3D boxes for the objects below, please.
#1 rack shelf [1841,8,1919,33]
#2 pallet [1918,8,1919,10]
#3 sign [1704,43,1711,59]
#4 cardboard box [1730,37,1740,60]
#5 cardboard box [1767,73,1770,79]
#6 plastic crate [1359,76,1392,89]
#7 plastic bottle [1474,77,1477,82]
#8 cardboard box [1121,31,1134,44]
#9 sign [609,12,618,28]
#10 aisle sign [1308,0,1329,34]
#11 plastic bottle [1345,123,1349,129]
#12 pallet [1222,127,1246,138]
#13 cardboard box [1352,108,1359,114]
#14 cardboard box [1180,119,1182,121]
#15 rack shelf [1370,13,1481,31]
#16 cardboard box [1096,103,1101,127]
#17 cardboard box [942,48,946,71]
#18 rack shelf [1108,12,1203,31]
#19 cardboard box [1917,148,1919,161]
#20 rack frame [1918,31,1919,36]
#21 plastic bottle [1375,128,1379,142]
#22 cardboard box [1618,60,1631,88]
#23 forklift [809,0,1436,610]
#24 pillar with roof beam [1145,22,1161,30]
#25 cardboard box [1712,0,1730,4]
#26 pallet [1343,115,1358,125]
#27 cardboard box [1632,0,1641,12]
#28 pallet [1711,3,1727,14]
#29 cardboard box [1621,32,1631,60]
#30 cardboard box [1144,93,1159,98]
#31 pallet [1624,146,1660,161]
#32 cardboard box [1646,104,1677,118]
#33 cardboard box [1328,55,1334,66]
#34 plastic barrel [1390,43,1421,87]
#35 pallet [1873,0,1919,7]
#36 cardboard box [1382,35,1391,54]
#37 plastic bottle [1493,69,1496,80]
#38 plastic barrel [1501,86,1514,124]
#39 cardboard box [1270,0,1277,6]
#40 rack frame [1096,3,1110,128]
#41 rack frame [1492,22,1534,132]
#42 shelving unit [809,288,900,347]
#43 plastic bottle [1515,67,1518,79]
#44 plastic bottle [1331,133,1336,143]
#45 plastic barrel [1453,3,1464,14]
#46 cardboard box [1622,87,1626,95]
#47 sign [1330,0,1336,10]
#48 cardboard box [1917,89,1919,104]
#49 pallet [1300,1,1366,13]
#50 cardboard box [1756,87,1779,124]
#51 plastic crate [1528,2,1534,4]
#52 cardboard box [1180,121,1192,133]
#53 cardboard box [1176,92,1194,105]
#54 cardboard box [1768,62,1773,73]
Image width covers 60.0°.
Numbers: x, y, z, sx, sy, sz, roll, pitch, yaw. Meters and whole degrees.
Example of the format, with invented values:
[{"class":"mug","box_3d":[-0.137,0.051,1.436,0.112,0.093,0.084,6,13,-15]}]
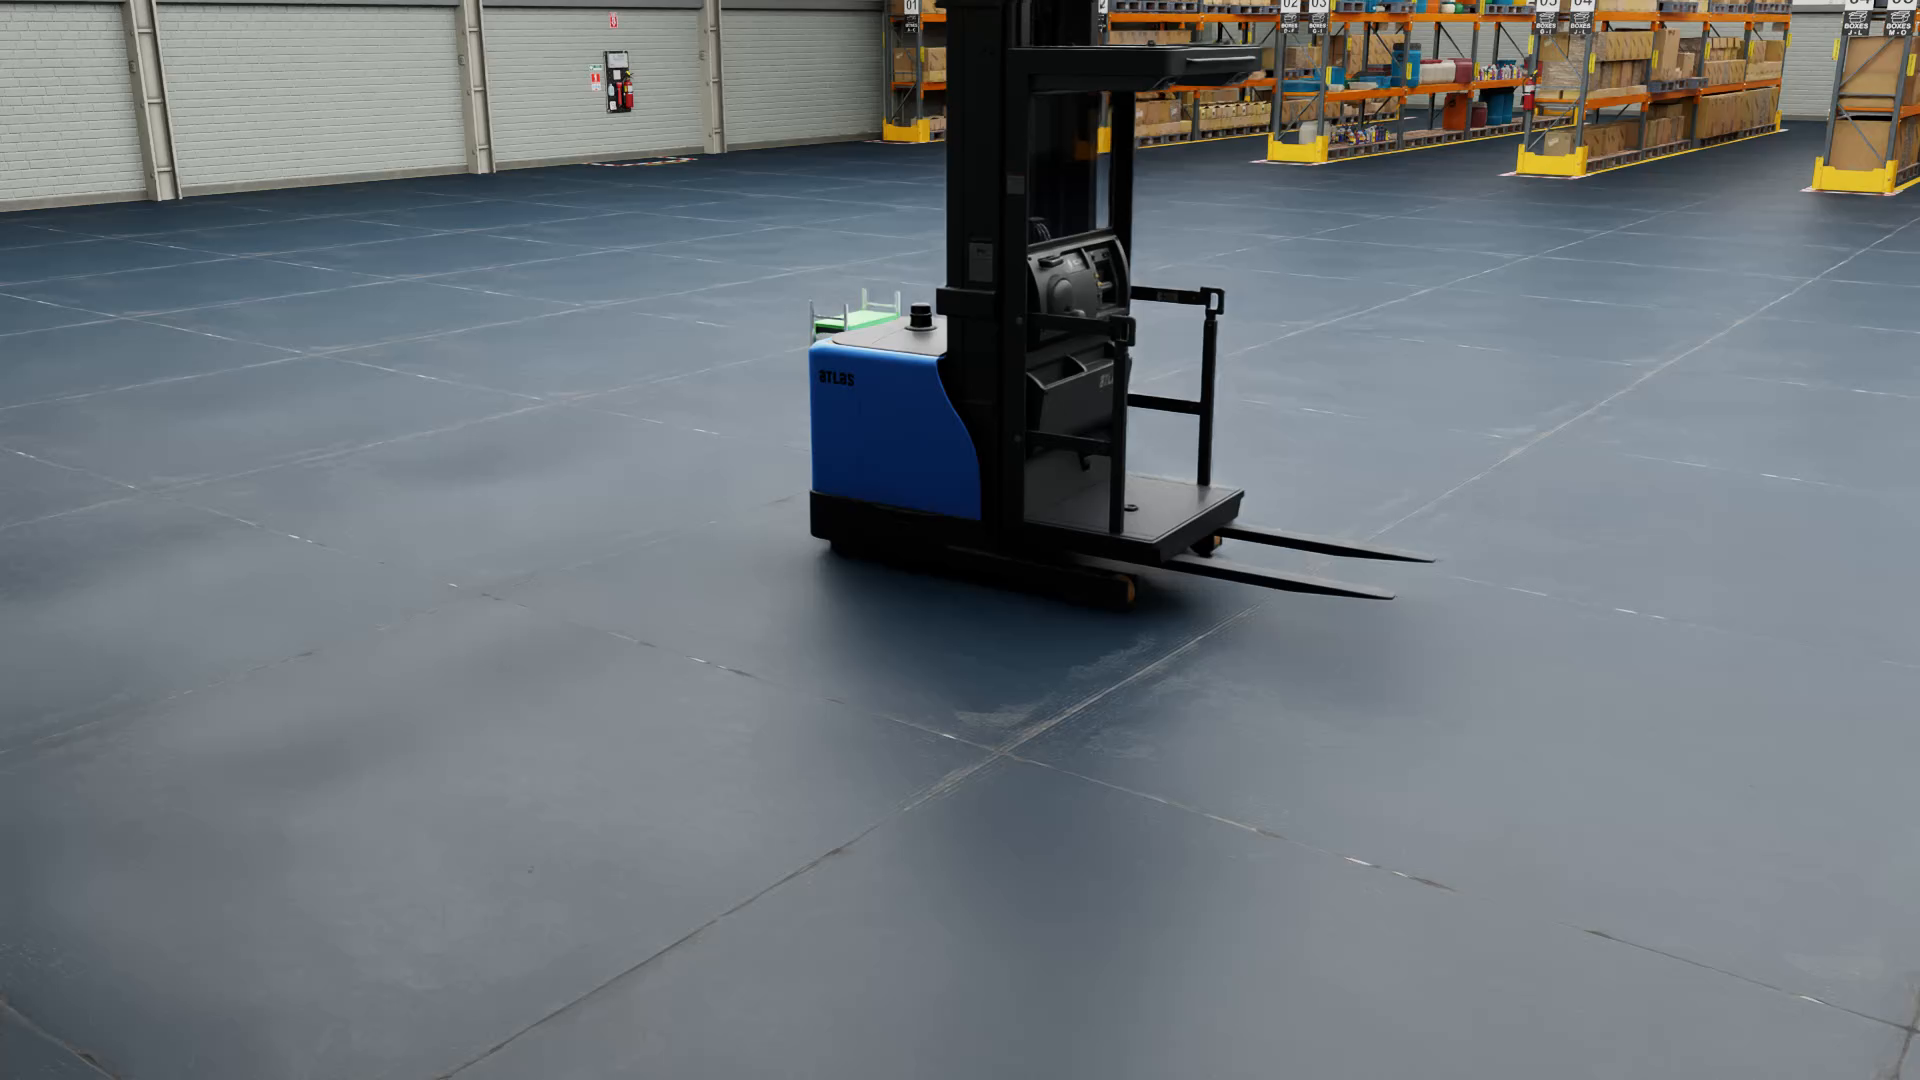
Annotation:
[{"class":"rack shelf","box_3d":[15.758,-8.711,27.891,1.077,0.370,4.000,12,21,35]},{"class":"pallet","box_3d":[17.456,-9.666,30.078,0.805,0.209,1.217,11,21,33]},{"class":"sign","box_3d":[15.851,-10.373,35.269,0.100,0.325,0.005,12,21,35]},{"class":"cardboard box","box_3d":[17.419,-11.277,38.141,0.797,0.503,0.637,12,21,33]},{"class":"cardboard box","box_3d":[19.467,-11.288,40.460,0.380,0.149,0.250,13,21,35]},{"class":"plastic crate","box_3d":[8.607,-9.491,34.500,0.499,0.251,0.616,12,21,35]},{"class":"plastic bottle","box_3d":[11.950,-10.813,38.716,0.152,0.276,0.135,12,21,35]},{"class":"cardboard box","box_3d":[3.319,-10.712,35.826,0.700,0.500,0.500,12,21,33]},{"class":"sign","box_3d":[-6.731,-10.103,32.311,0.001,0.298,0.199,12,21,35]},{"class":"aisle sign","box_3d":[6.858,-10.094,31.806,0.394,0.787,0.004,12,21,35]},{"class":"plastic bottle","box_3d":[8.235,-8.700,35.426,0.144,0.351,0.185,13,22,36]},{"class":"pallet","box_3d":[6.207,-9.893,40.243,1.003,0.211,1.213,12,21,35]},{"class":"cardboard box","box_3d":[10.771,-11.782,45.662,0.380,0.166,0.250,12,21,35]},{"class":"cardboard box","box_3d":[5.087,-9.787,39.131,0.500,0.250,0.500,12,21,34]},{"class":"rack shelf","box_3d":[10.241,-11.439,36.677,1.077,0.370,4.000,12,21,35]},{"class":"cardboard box","box_3d":[2.770,-9.223,36.050,0.500,0.500,0.500,12,21,35]},{"class":"cardboard box","box_3d":[-0.463,-11.144,38.527,0.500,0.500,0.500,12,21,35]},{"class":"rack shelf","box_3d":[3.881,-11.363,36.431,1.077,0.370,4.000,12,21,35]},{"class":"cardboard box","box_3d":[17.247,-7.388,30.562,1.050,0.750,0.750,12,21,34]},{"class":"rack frame","box_3d":[19.333,-9.051,32.831,1.000,3.000,0.127,12,21,35]},{"class":"plastic bottle","box_3d":[8.719,-8.490,34.865,0.061,0.283,0.133,14,22,38]},{"class":"cardboard box","box_3d":[12.166,-8.842,31.490,0.875,0.500,0.500,12,21,35]},{"class":"forklift","box_3d":[0.750,-1.254,7.839,3.031,2.935,1.130,10,20,30]},{"class":"pillar with roof beam","box_3d":[9.039,-15.954,44.944,9.100,9.000,0.400,12,21,35]},{"class":"cardboard box","box_3d":[16.610,-12.124,36.787,0.797,0.503,0.637,12,21,34]},{"class":"pallet","box_3d":[10.250,-11.487,45.378,1.003,0.211,1.213,12,21,35]},{"class":"cardboard box","box_3d":[12.346,-9.960,30.954,0.500,0.250,0.500,12,21,34]},{"class":"pallet","box_3d":[15.751,-11.456,35.838,1.213,0.211,1.003,14,22,37]},{"class":"cardboard box","box_3d":[12.083,-9.153,30.805,0.500,0.500,0.500,12,21,35]},{"class":"cardboard box","box_3d":[5.049,-12.314,46.255,0.750,0.750,0.750,13,22,36]},{"class":"pallet","box_3d":[13.489,-7.853,33.675,1.003,0.211,1.213,12,21,35]},{"class":"cardboard box","box_3d":[14.727,-9.033,34.982,0.500,0.250,0.500,16,23,41]},{"class":"cardboard box","box_3d":[9.931,-12.868,44.953,0.500,0.500,0.500,13,21,36]},{"class":"plastic barrel","box_3d":[9.522,-10.152,35.531,0.600,0.901,0.708,12,21,35]},{"class":"pallet","box_3d":[15.000,-8.714,26.838,1.003,0.211,1.213,12,21,35]},{"class":"cardboard box","box_3d":[11.573,-13.734,46.057,0.500,0.500,0.500,13,22,36]},{"class":"plastic bottle","box_3d":[12.729,-11.109,39.676,0.097,0.271,0.097,0,17,0]},{"class":"plastic barrel","box_3d":[13.478,-10.851,41.459,0.600,0.901,0.708,12,21,35]},{"class":"cardboard box","box_3d":[7.689,-13.293,41.265,0.910,0.500,0.500,12,21,35]},{"class":"rack frame","box_3d":[2.690,-9.797,35.235,1.000,3.000,0.127,12,21,35]},{"class":"rack frame","box_3d":[13.816,-11.779,41.617,1.000,3.000,0.127,12,21,35]},{"class":"shelving unit","box_3d":[-0.561,-0.736,9.090,0.258,1.200,0.503,10,20,30]},{"class":"plastic bottle","box_3d":[13.623,-11.482,40.869,0.152,0.276,0.135,12,21,35]},{"class":"plastic bottle","box_3d":[7.774,-8.380,34.649,0.097,0.201,0.097,0,17,0]},{"class":"plastic barrel","box_3d":[11.326,-12.117,37.909,0.294,0.245,0.294,0,17,0]},{"class":"cardboard box","box_3d":[12.350,-8.486,31.438,0.380,0.149,0.250,12,21,35]},{"class":"sign","box_3d":[7.105,-10.260,31.651,0.100,0.325,0.005,12,21,35]},{"class":"cardboard box","box_3d":[15.778,-7.693,28.206,0.875,0.550,0.500,12,21,35]},{"class":"pallet","box_3d":[7.237,-10.443,32.576,1.003,0.211,1.213,12,21,35]},{"class":"cardboard box","box_3d":[19.860,-10.876,41.583,0.875,0.875,0.875,12,21,35]},{"class":"plastic crate","box_3d":[15.068,-13.820,43.234,0.504,0.338,0.767,12,21,35]},{"class":"cardboard box","box_3d":[4.972,-9.488,38.168,0.500,0.250,0.500,12,21,35]},{"class":"cardboard box","box_3d":[6.387,-12.697,48.078,0.700,0.500,0.500,13,21,35]},{"class":"cardboard box","box_3d":[19.495,-11.523,40.543,0.500,0.250,0.500,12,21,33]}]
